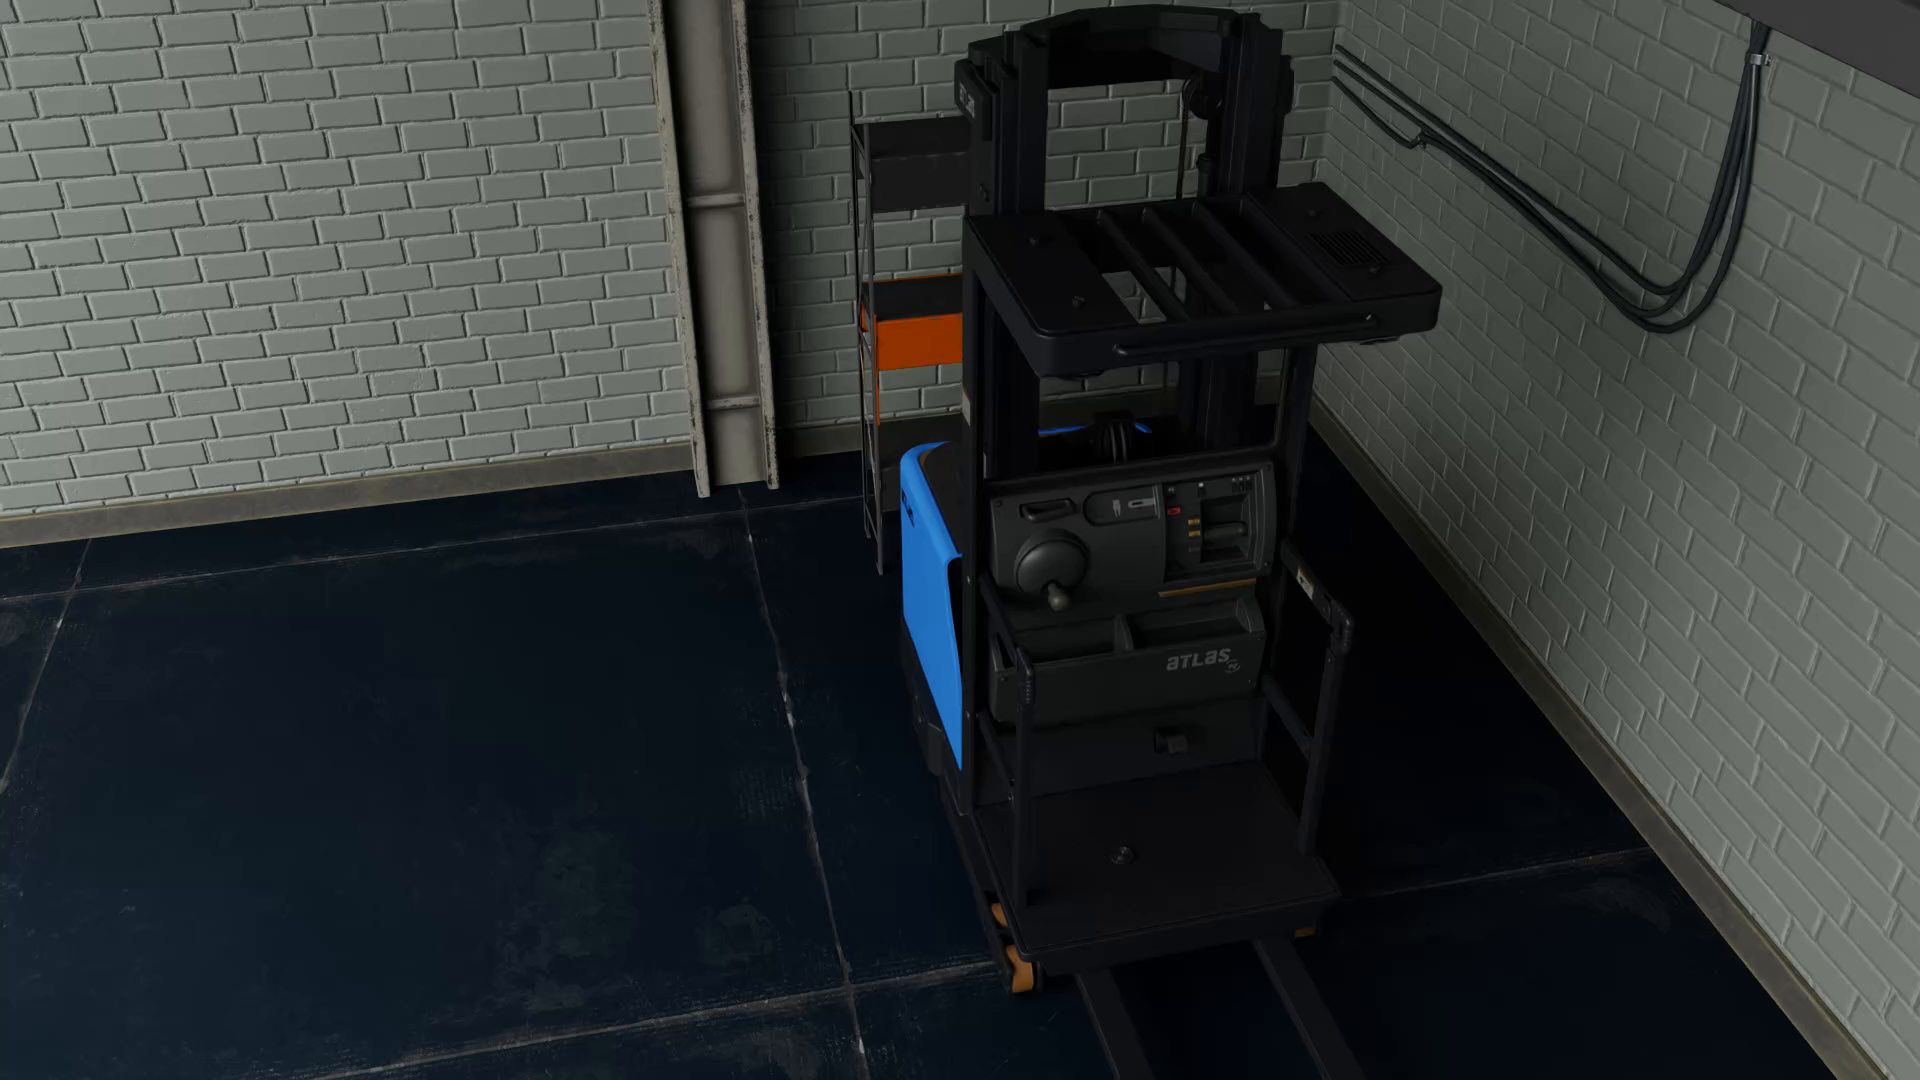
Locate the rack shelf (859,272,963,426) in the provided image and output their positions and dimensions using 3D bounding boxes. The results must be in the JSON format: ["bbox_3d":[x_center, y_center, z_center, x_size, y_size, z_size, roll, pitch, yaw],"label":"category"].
[{"bbox_3d":[-0.161,-0.840,7.142,0.480,0.518,0.431,-7,35,-11],"label":"rack shelf"}]

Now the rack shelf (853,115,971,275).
[{"bbox_3d":[-0.161,-1.421,6.752,0.480,0.518,0.431,-7,35,-11],"label":"rack shelf"}]

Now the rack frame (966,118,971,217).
[{"bbox_3d":[0.077,-0.882,7.179,0.015,2.100,0.400,-7,35,-11],"label":"rack frame"}]

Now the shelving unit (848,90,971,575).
[{"bbox_3d":[-0.161,-0.852,7.135,0.503,2.100,0.431,-7,35,-11],"label":"shelving unit"}]

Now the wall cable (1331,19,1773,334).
[{"bbox_3d":[2.061,-2.404,6.043,0.112,2.526,3.097,-7,35,-11],"label":"wall cable"}]

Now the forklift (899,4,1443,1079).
[{"bbox_3d":[0.606,0.045,5.053,1.130,2.935,3.031,-8,35,-12],"label":"forklift"}]

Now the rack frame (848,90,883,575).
[{"bbox_3d":[-0.399,-0.822,7.090,0.015,2.100,0.400,-7,35,-11],"label":"rack frame"}]

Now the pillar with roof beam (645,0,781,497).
[{"bbox_3d":[-0.155,-1.710,2.223,0.400,9.000,9.100,-7,35,-11],"label":"pillar with roof beam"}]

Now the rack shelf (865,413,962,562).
[{"bbox_3d":[-0.161,-0.259,7.532,0.480,0.518,0.431,-7,35,-11],"label":"rack shelf"}]
